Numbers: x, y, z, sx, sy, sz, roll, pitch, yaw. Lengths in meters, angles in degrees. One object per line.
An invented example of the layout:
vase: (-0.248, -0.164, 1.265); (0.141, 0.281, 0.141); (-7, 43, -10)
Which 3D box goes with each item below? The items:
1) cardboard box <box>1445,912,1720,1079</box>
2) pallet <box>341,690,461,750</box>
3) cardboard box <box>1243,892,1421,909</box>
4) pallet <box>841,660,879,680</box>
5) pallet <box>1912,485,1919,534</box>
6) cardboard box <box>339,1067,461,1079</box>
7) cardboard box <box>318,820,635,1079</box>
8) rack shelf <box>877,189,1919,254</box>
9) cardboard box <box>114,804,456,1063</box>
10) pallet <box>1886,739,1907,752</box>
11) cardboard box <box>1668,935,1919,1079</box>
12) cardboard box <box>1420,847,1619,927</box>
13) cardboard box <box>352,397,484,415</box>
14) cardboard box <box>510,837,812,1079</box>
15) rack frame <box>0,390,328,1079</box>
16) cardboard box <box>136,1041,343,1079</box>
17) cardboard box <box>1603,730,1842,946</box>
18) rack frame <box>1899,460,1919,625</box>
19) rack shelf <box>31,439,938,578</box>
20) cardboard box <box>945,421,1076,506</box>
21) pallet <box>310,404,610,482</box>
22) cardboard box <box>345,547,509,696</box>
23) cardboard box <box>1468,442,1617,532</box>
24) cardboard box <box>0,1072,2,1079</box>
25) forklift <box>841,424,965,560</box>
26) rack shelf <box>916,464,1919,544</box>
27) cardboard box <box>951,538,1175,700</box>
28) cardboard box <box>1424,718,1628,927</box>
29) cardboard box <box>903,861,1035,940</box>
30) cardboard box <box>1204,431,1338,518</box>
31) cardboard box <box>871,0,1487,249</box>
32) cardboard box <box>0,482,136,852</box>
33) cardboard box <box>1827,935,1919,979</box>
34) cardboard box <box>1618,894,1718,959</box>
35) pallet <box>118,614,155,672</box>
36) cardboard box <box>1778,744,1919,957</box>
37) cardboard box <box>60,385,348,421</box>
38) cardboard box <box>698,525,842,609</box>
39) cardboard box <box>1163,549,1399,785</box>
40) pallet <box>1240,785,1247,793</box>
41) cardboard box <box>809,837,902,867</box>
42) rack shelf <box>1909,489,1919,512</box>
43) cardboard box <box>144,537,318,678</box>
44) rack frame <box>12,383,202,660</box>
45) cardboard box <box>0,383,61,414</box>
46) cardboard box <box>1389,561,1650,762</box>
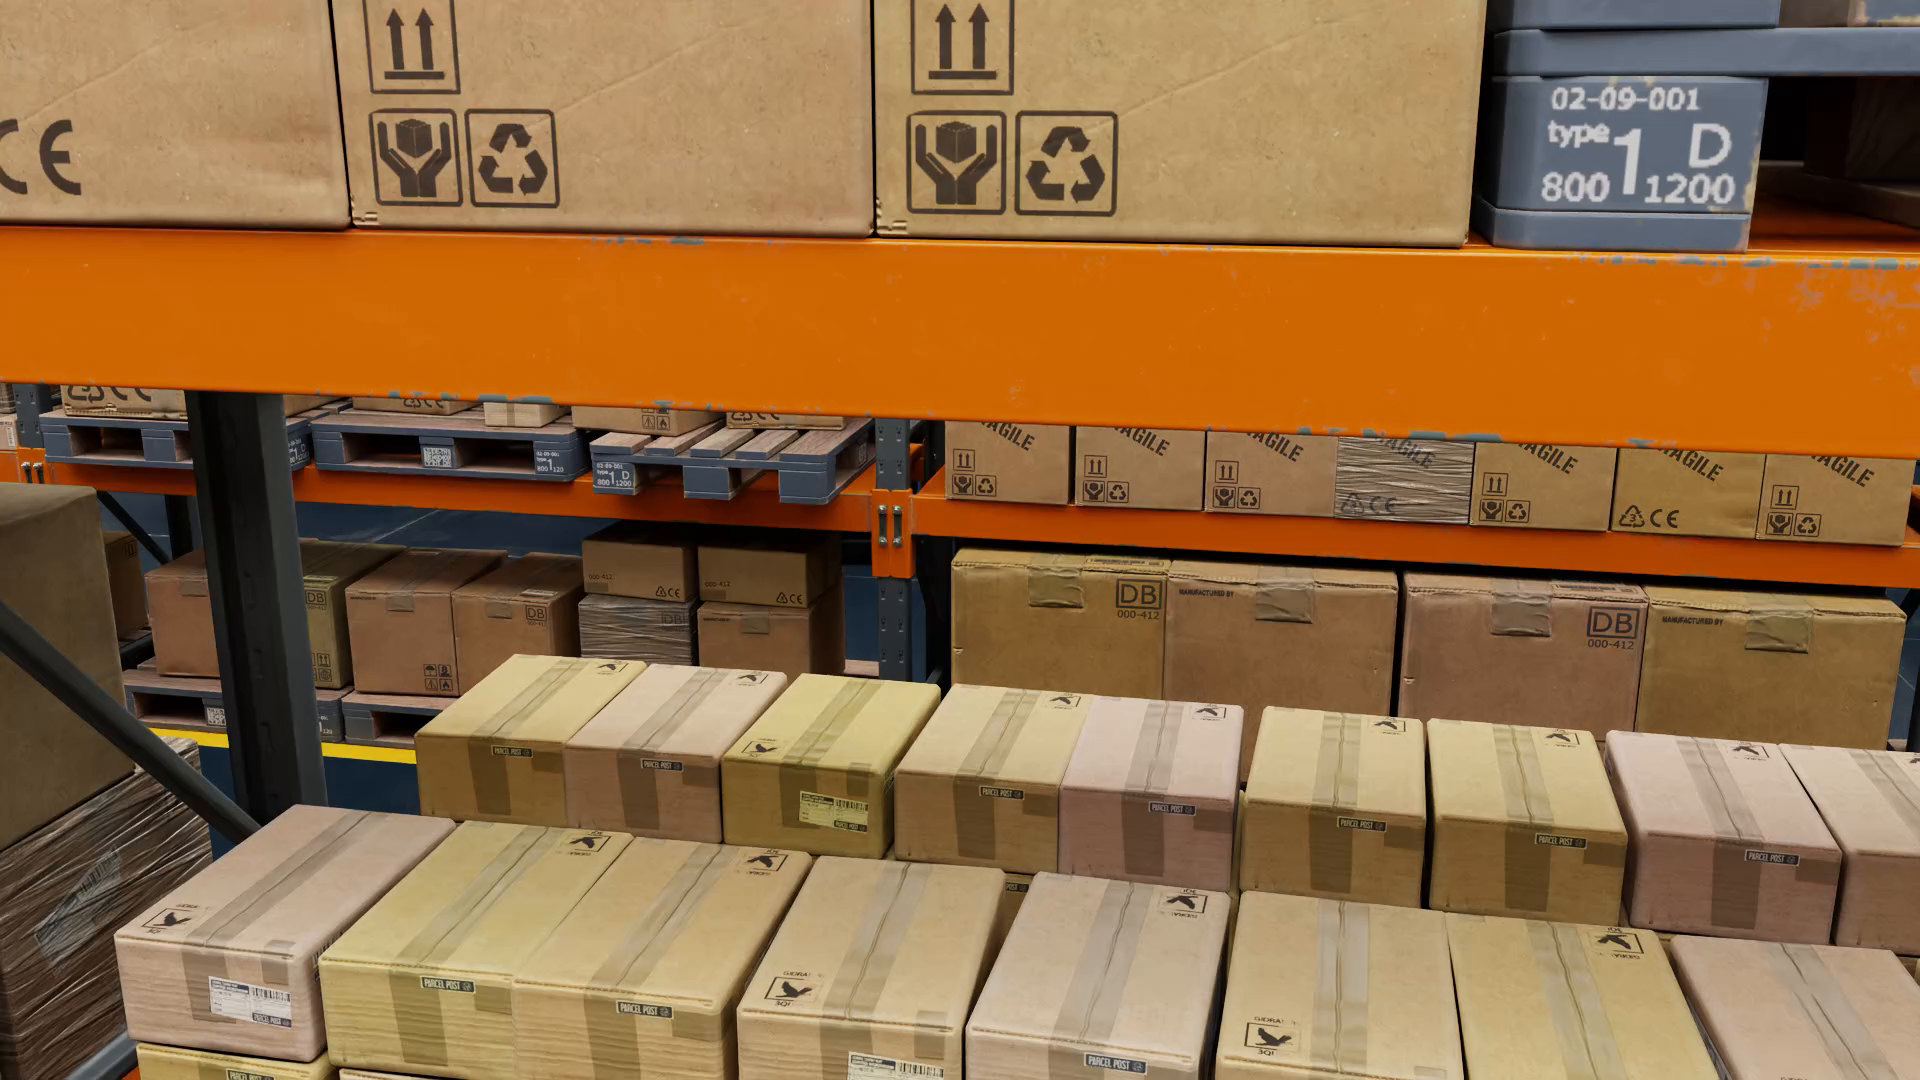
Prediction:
cardboard box: (0.676, 0.579, 1.851); (0.270, 0.149, 0.393); (4, 16, 13)
pallet: (-2.140, 0.732, 7.952); (1.213, 0.211, 1.003); (3, 16, 11)
cardboard box: (0.569, 0.539, 2.555); (0.250, 0.149, 0.380); (4, 16, 12)
pallet: (-0.949, 0.798, 7.716); (1.213, 0.211, 1.003); (3, 16, 11)
pallet: (6.651, -0.150, 11.137); (1.213, 0.211, 1.003); (3, 16, 11)
cardboard box: (-0.571, 0.656, 2.133); (0.250, 0.149, 0.380); (4, 16, 14)
cardboard box: (-0.592, 0.509, 2.105); (0.250, 0.149, 0.380); (3, 16, 10)
rack shelf: (0.689, -0.298, 1.813); (3.809, 0.124, 0.919); (3, 16, 11)
cardboard box: (-0.852, 0.496, 2.153); (0.250, 0.149, 0.380); (3, 16, 11)
pallet: (4.466, 1.114, 6.576); (1.213, 0.211, 1.003); (3, 16, 11)
cardboard box: (0.940, 0.593, 1.801); (0.250, 0.149, 0.380); (2, 16, 9)
cardboard box: (0.822, 0.552, 2.505); (0.250, 0.149, 0.380); (3, 16, 10)
cardboard box: (-2.386, -0.901, 7.645); (0.637, 0.503, 0.797); (5, 16, 17)
cardboard box: (-0.353, 0.523, 2.053); (0.250, 0.149, 0.380); (3, 16, 11)
rack frame: (-1.270, 0.788, 2.527); (0.127, 3.000, 1.000); (3, 16, 11)
cardboard box: (-0.837, 0.642, 2.183); (0.250, 0.149, 0.380); (4, 16, 14)
cardboard box: (1.088, 0.423, 2.415); (0.250, 0.149, 0.380); (4, 16, 13)
rack frame: (3.736, -0.290, 6.421); (0.053, 2.616, 0.949); (3, 16, 11)
rack shelf: (-2.143, -0.264, 7.672); (4.000, 0.370, 1.077); (3, 16, 11)
cardboard box: (0.239, -0.455, 6.828); (0.500, 0.500, 0.500); (4, 16, 13)
pallet: (-2.131, -0.506, 7.559); (1.213, 0.211, 1.003); (3, 16, 11)
cardboard box: (-2.493, 0.374, 7.881); (0.500, 0.500, 0.700); (2, 16, 6)
cardboard box: (2.227, -0.347, 6.438); (0.500, 0.500, 0.500); (3, 16, 10)
cardboard box: (-1.961, 0.702, 2.650); (1.009, 0.500, 1.038); (3, 16, 11)
forklift: (-18.144, -4.179, 20.754); (38.938, 2.843, 20.528); (1, 16, 3)
rack shelf: (1.777, -0.145, 6.878); (3.809, 0.124, 0.919); (3, 16, 11)
cardboard box: (0.489, 0.360, 7.268); (0.875, 0.875, 1.225); (2, 16, 8)
cardboard box: (0.823, 0.410, 2.463); (0.250, 0.149, 0.380); (4, 16, 13)
cardboard box: (0.070, 0.511, 2.654); (0.250, 0.149, 0.380); (3, 16, 11)
cardboard box: (1.248, -0.402, 6.637); (0.500, 0.500, 0.500); (3, 16, 10)
cardboard box: (0.219, -0.556, 1.572); (0.500, 0.500, 0.500); (3, 16, 11)
cardboard box: (-1.708, 0.232, 2.476); (0.500, 0.500, 0.700); (3, 16, 11)
cardboard box: (1.328, 0.581, 2.403); (0.250, 0.149, 0.380); (4, 16, 13)
cardboard box: (1.068, 0.567, 2.454); (0.250, 0.149, 0.380); (3, 16, 10)
pallet: (-4.768, 0.601, 8.428); (1.213, 0.211, 1.003); (3, 16, 11)
cardboard box: (1.335, 0.437, 2.366); (0.250, 0.149, 0.380); (3, 16, 11)
cardboard box: (-3.352, -1.129, 7.539); (1.000, 1.000, 1.000); (3, 16, 11)
cardboard box: (-0.846, 0.100, 7.467); (0.500, 0.250, 0.500); (4, 16, 13)
cardboard box: (1.361, 0.409, 7.089); (0.875, 0.875, 1.225); (3, 16, 11)
pallet: (1.766, 0.967, 7.105); (1.213, 0.211, 1.003); (3, 16, 11)
cardboard box: (-0.175, 0.498, 2.703); (0.250, 0.149, 0.380); (3, 16, 12)
rack shelf: (5.697, 0.033, 6.100); (3.809, 0.052, 0.919); (3, 16, 11)
cardboard box: (-3.505, 0.314, 8.097); (0.500, 0.500, 0.700); (2, 16, 7)
rack frame: (-4.103, -0.717, 7.960); (0.127, 3.000, 1.000); (3, 16, 11)
cardboard box: (-4.531, -0.948, 8.052); (0.500, 0.500, 0.875); (3, 16, 11)
cardboard box: (2.230, 0.454, 6.926); (0.875, 0.875, 1.225); (3, 16, 9)
